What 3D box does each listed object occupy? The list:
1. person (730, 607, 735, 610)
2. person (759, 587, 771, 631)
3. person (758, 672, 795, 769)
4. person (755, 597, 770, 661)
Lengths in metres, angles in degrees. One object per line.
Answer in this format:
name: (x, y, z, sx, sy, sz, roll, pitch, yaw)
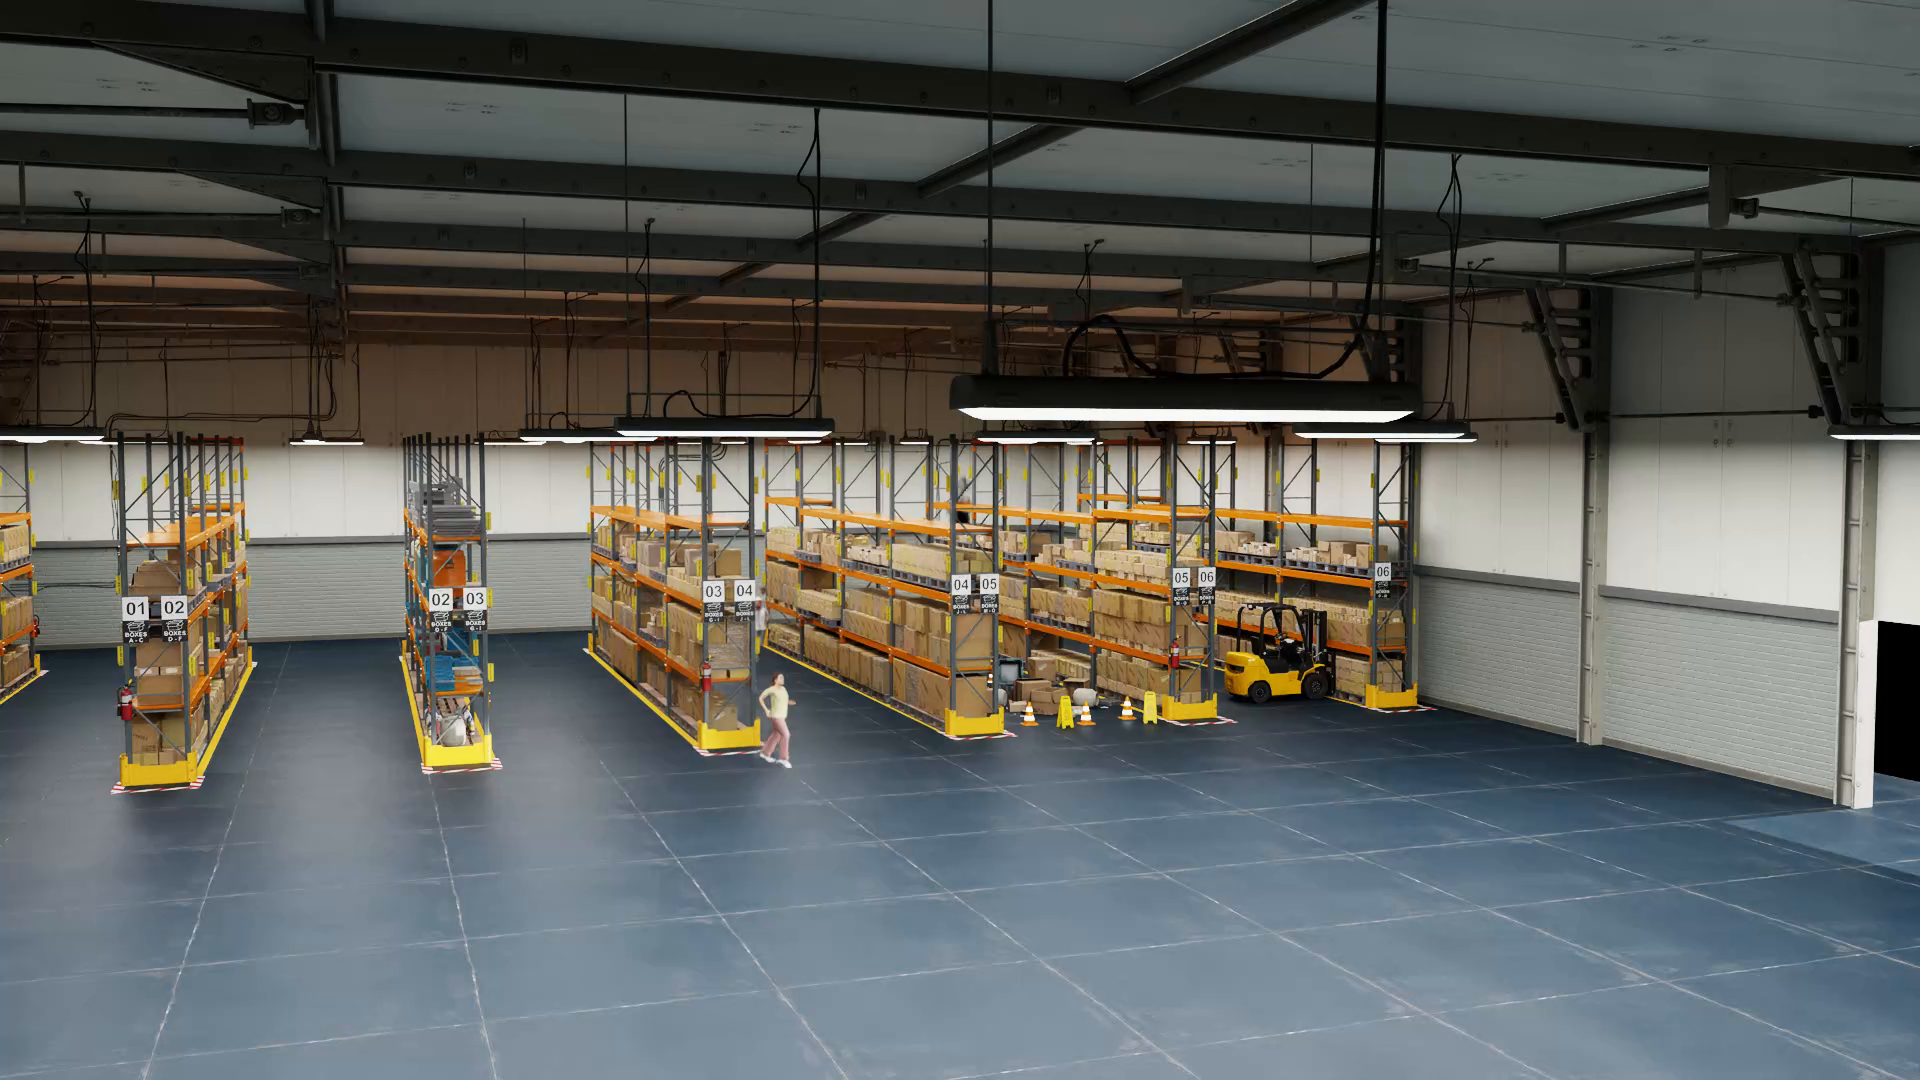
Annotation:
person: (-6.666, 2.305, 47.289, 0.677, 1.602, 0.843, 0, 3, -3)
person: (-5.796, 2.178, 49.303, 0.864, 1.600, 0.577, -2, 4, -31)
person: (-3.295, 3.221, 29.911, 0.761, 1.717, 0.552, 1, 3, 24)
person: (-5.354, 2.399, 44.283, 0.631, 1.789, 0.704, -1, 3, -20)
